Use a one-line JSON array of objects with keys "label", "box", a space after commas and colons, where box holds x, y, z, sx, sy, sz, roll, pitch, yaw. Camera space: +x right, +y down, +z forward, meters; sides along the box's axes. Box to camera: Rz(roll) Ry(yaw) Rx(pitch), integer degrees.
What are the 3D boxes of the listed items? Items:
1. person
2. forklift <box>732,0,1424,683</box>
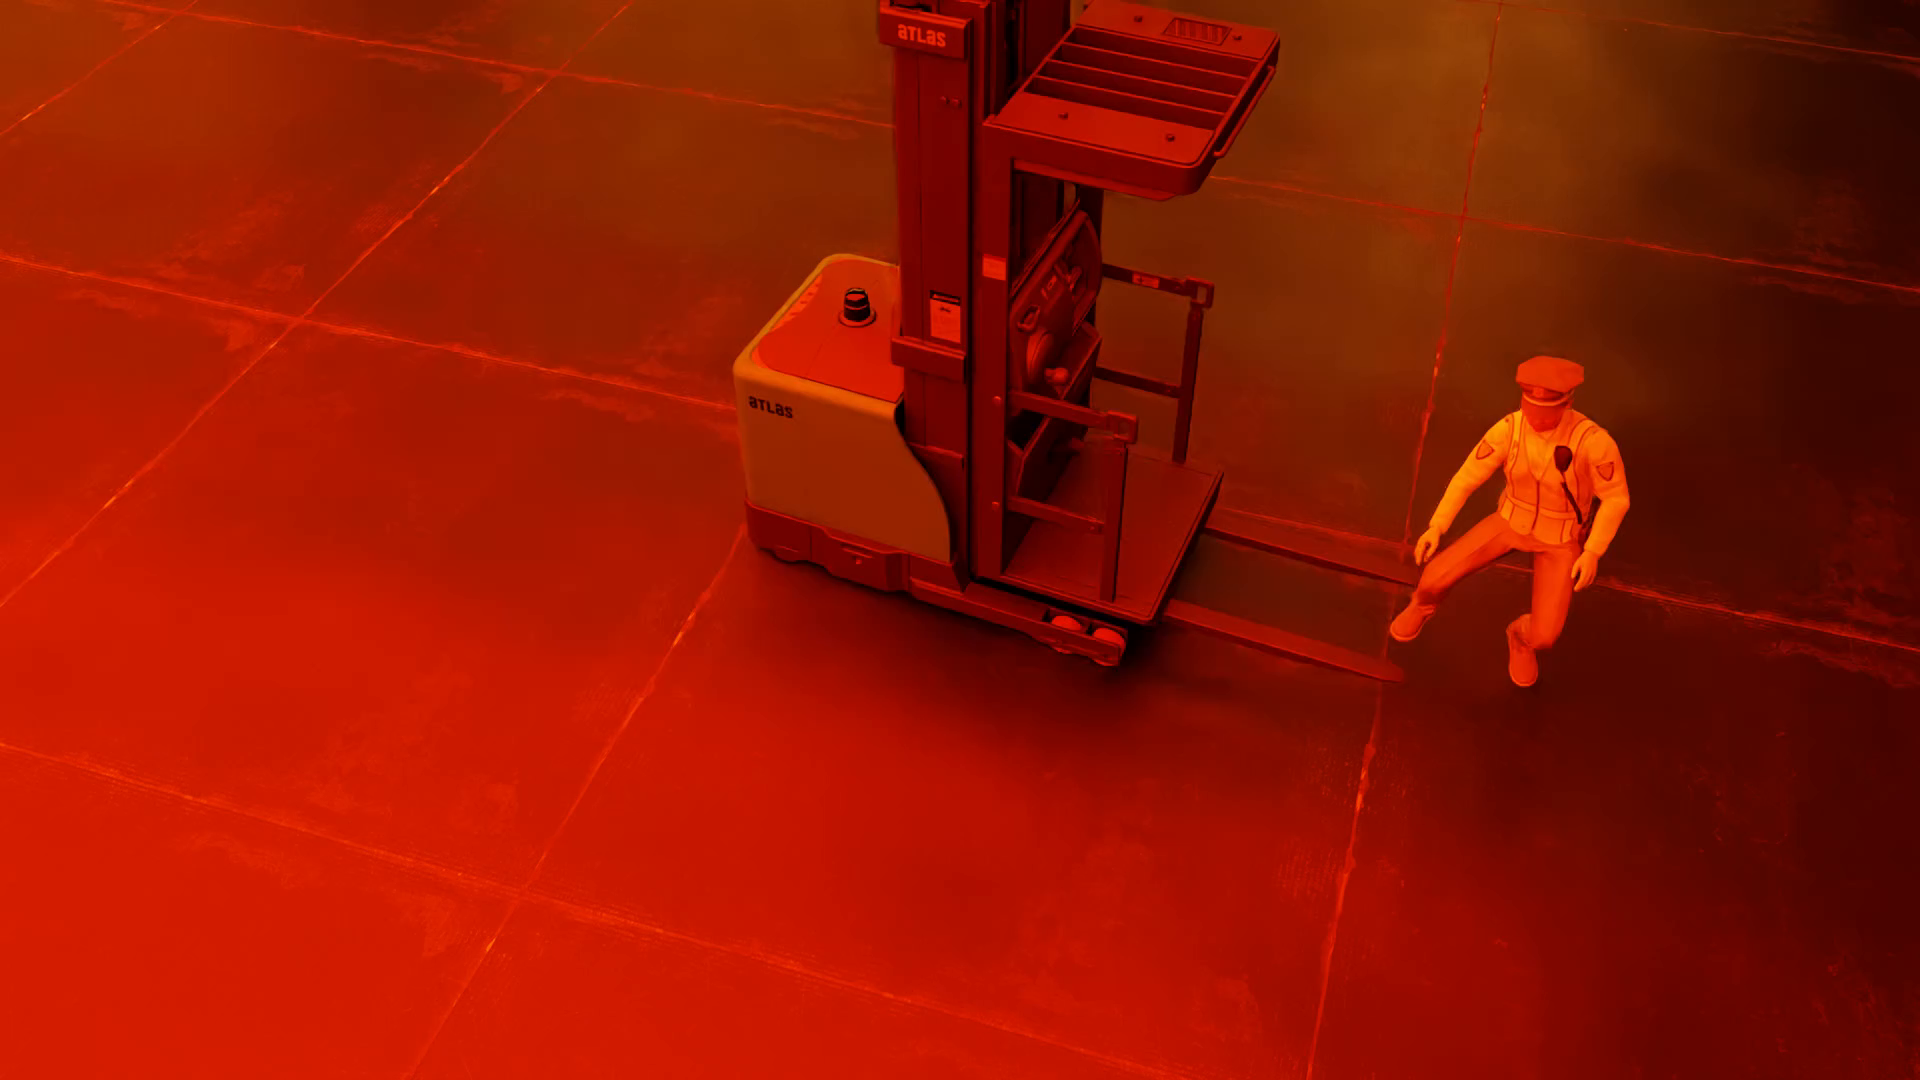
[{"label": "person", "box": [2.211, -0.021, 6.640, 0.713, 1.469, 0.620, 26, 49, 25]}, {"label": "forklift", "box": [0.575, -0.939, 6.698, 3.031, 2.935, 1.130, 16, 45, 17]}]
